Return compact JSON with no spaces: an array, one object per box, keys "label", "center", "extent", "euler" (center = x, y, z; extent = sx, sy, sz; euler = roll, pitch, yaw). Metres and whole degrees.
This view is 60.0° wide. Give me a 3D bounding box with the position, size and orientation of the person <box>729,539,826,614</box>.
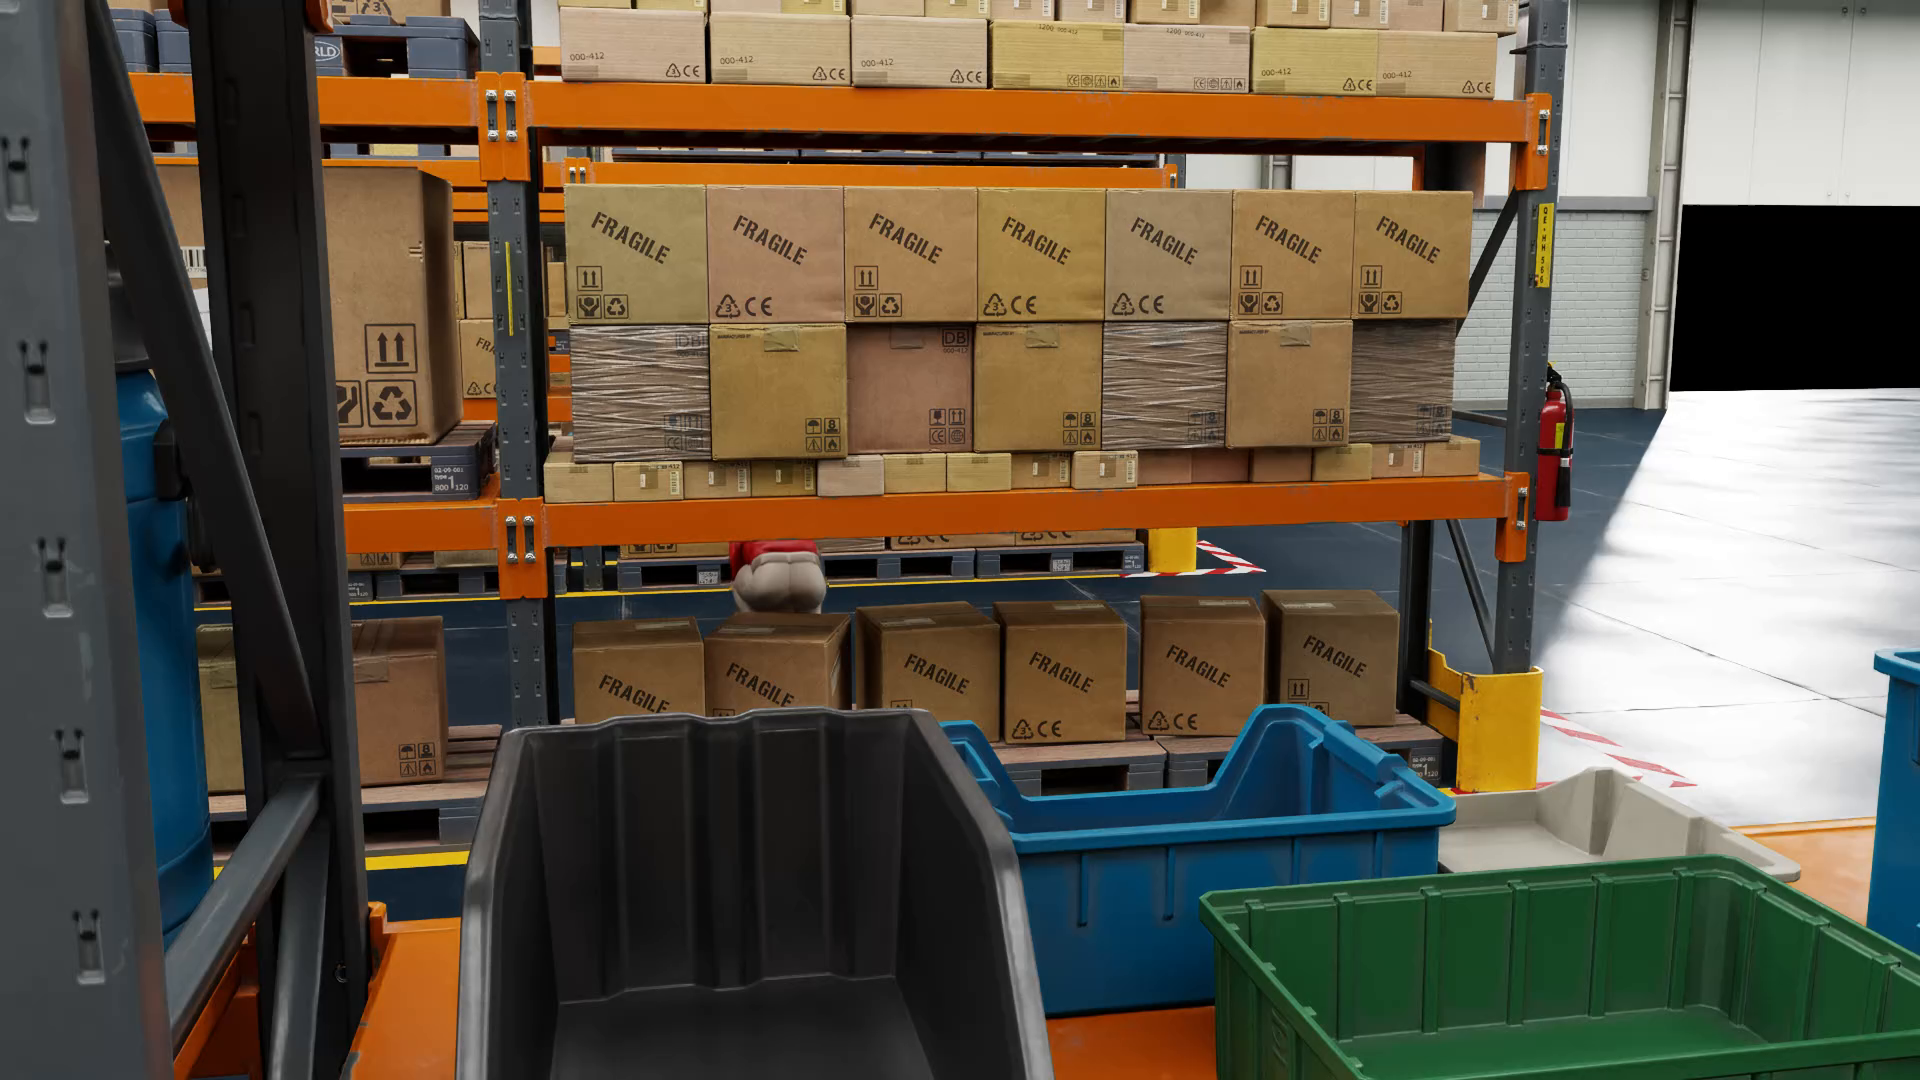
[{"label":"person","center":[-1.014,0.276,9.300],"extent":[0.518,0.781,0.927],"euler":[-2,10,-12]}]
